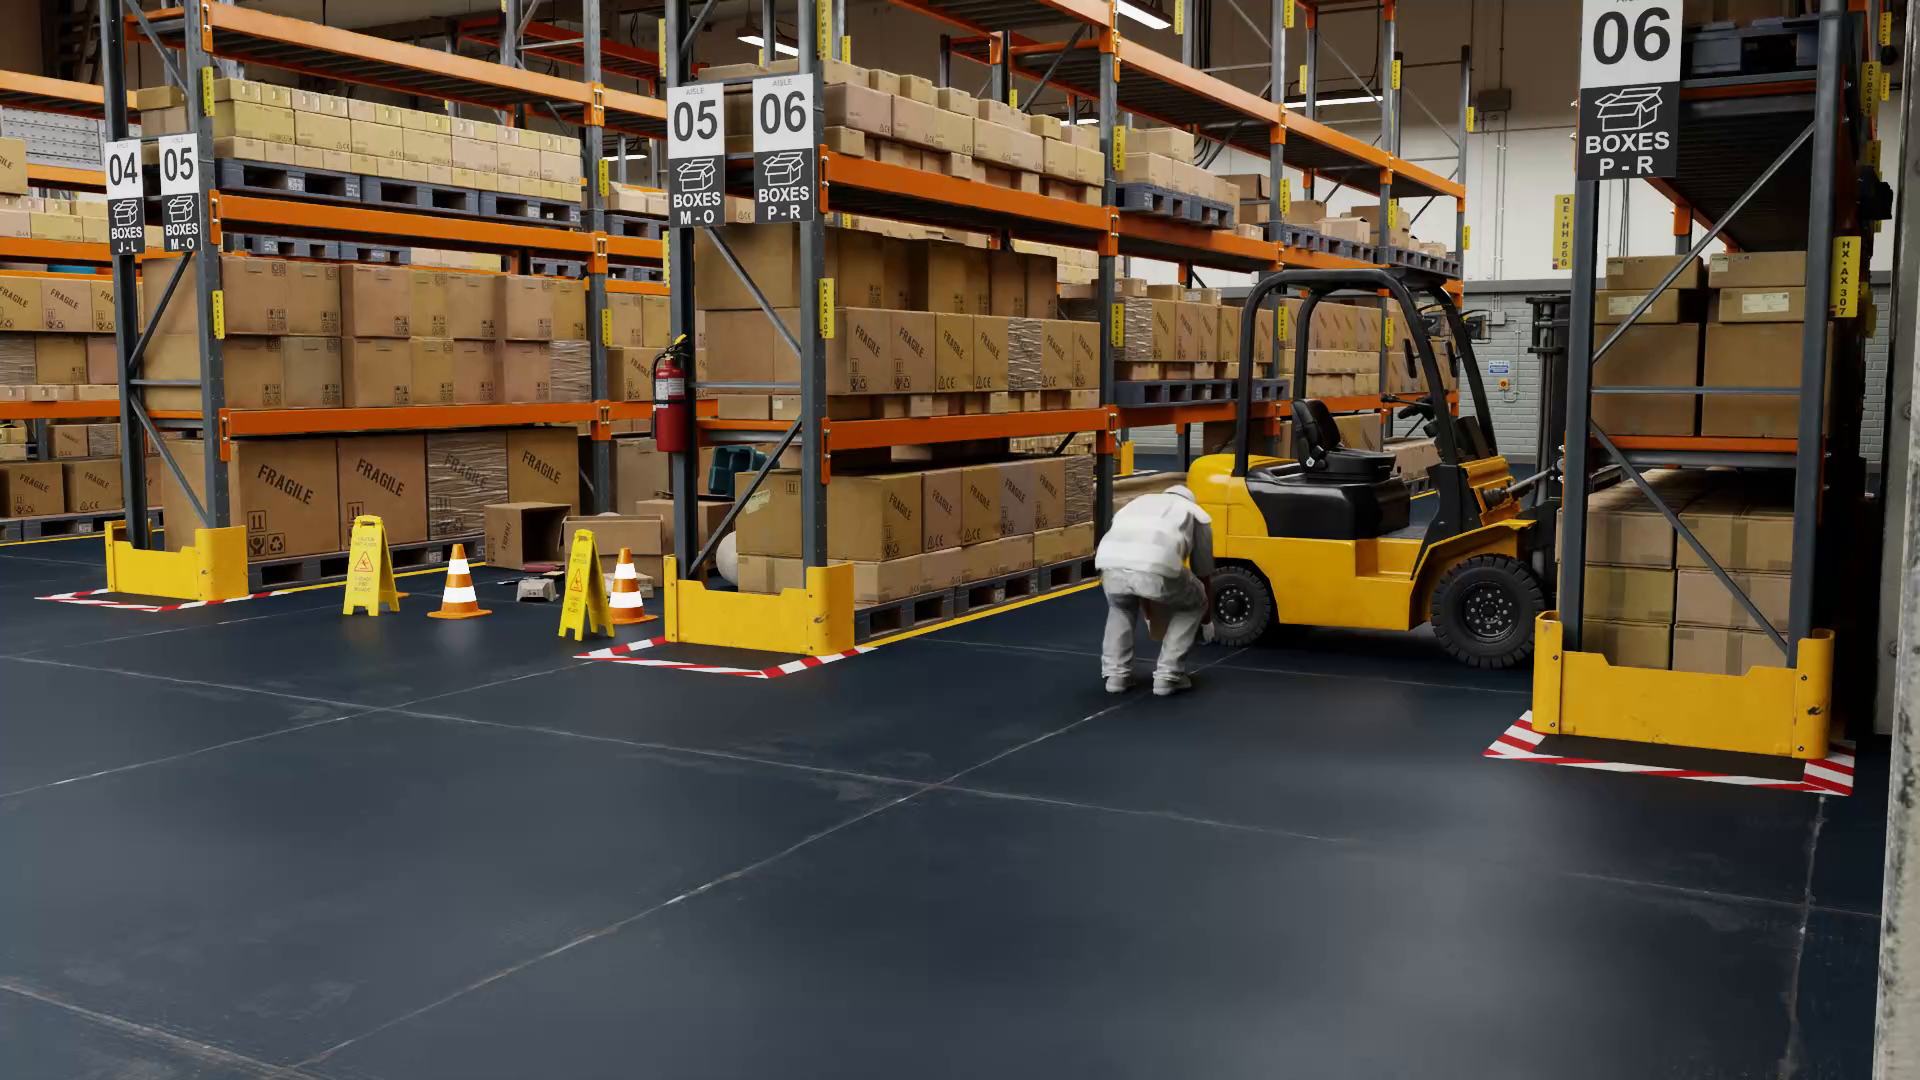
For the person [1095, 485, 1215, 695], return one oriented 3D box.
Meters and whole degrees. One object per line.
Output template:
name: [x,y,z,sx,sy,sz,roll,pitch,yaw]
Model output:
person: [0.985,0.244,8.413,0.543,0.998,0.949,3,7,26]
